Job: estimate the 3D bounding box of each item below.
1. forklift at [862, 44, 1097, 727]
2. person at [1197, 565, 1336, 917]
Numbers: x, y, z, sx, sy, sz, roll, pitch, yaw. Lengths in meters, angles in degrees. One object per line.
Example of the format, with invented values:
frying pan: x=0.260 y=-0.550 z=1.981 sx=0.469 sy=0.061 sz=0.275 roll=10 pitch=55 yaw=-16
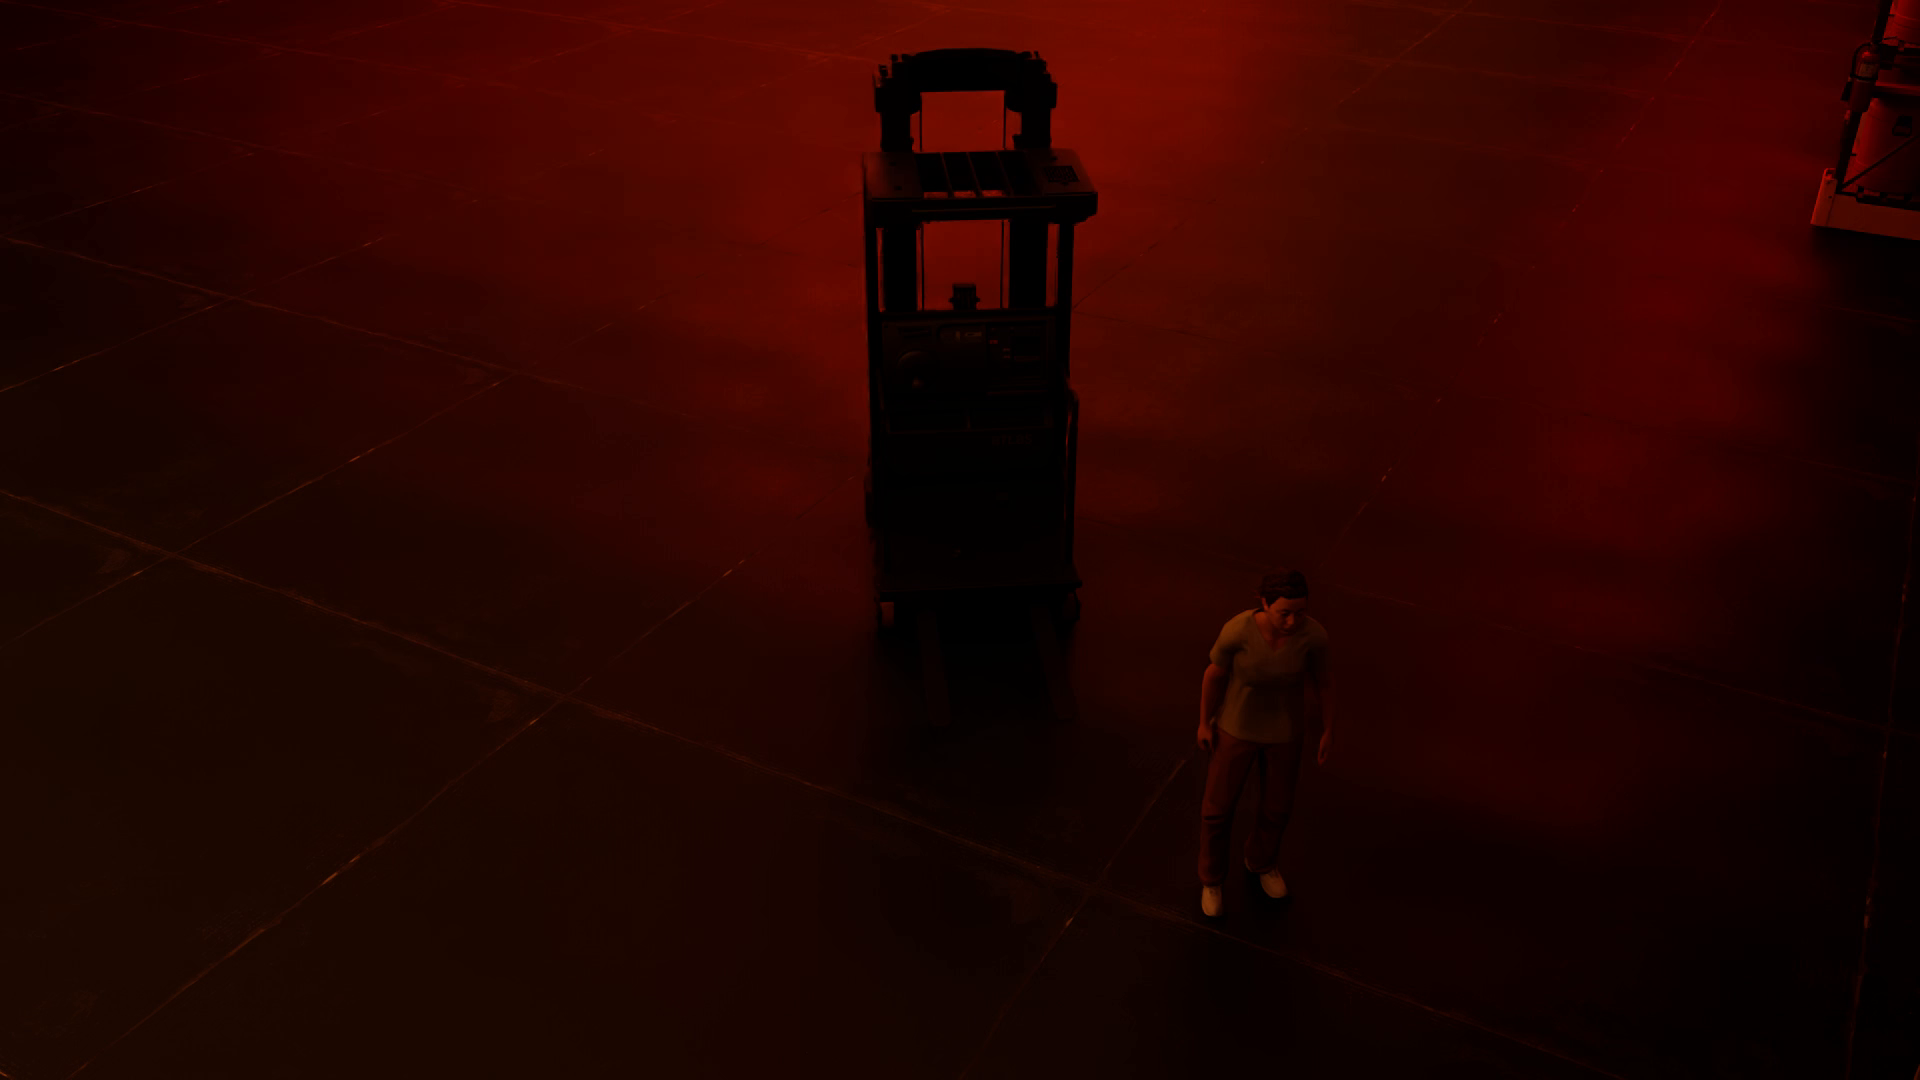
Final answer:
forklift: x=0.072 y=-0.948 z=8.713 sx=1.130 sy=2.935 sz=3.031 roll=-3 pitch=30 yaw=-5
person: x=1.272 y=0.821 z=6.917 sx=0.563 sy=1.664 sz=0.429 roll=2 pitch=30 yaw=3
